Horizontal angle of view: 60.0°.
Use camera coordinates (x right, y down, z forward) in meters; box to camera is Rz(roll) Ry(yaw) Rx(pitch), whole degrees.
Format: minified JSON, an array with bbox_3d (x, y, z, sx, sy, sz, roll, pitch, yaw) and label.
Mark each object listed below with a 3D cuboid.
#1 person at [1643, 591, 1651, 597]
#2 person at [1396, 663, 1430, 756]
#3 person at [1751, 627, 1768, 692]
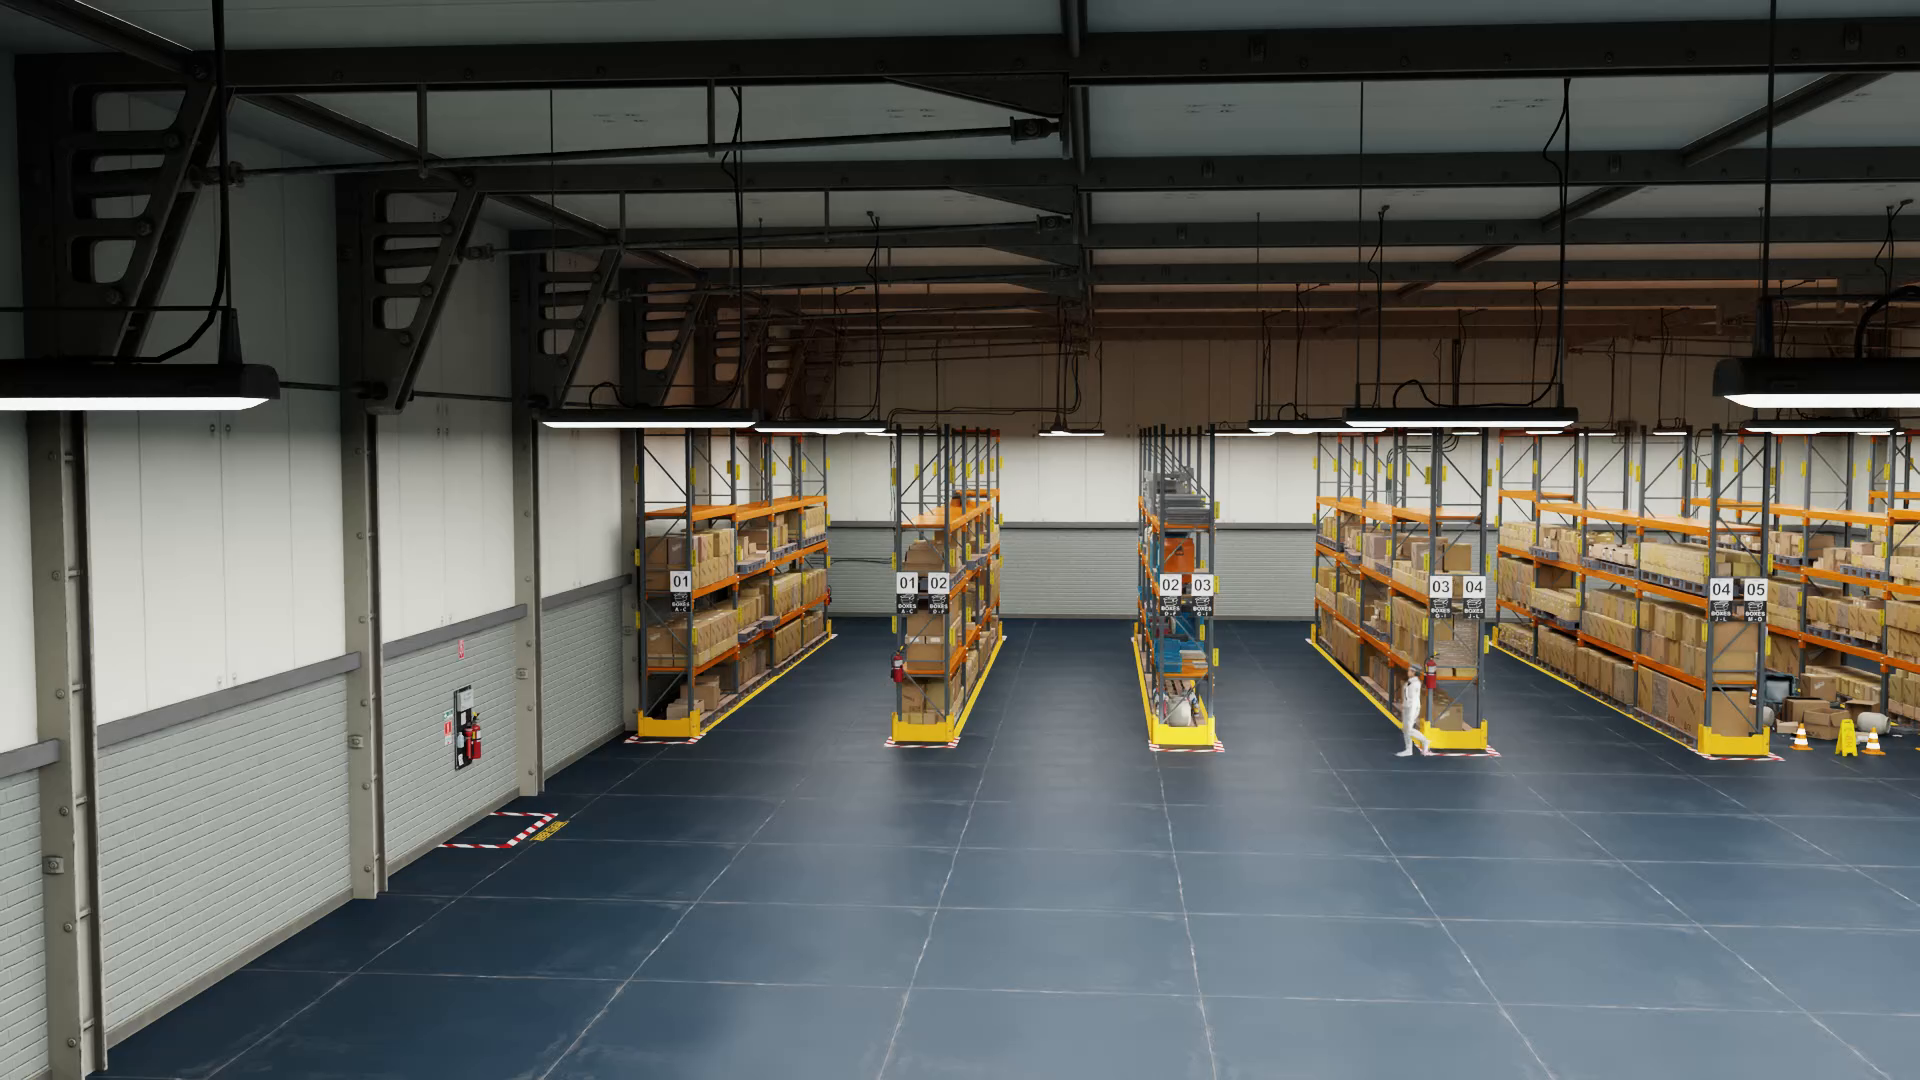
[{"bbox_3d":[19.348,1.995,47.044,0.975,1.750,0.651,0,3,3],"label":"person"},{"bbox_3d":[8.141,3.053,29.940,0.533,1.684,0.483,-1,4,-11],"label":"person"},{"bbox_3d":[17.900,2.551,37.440,0.638,1.824,0.596,0,4,-7],"label":"person"}]
